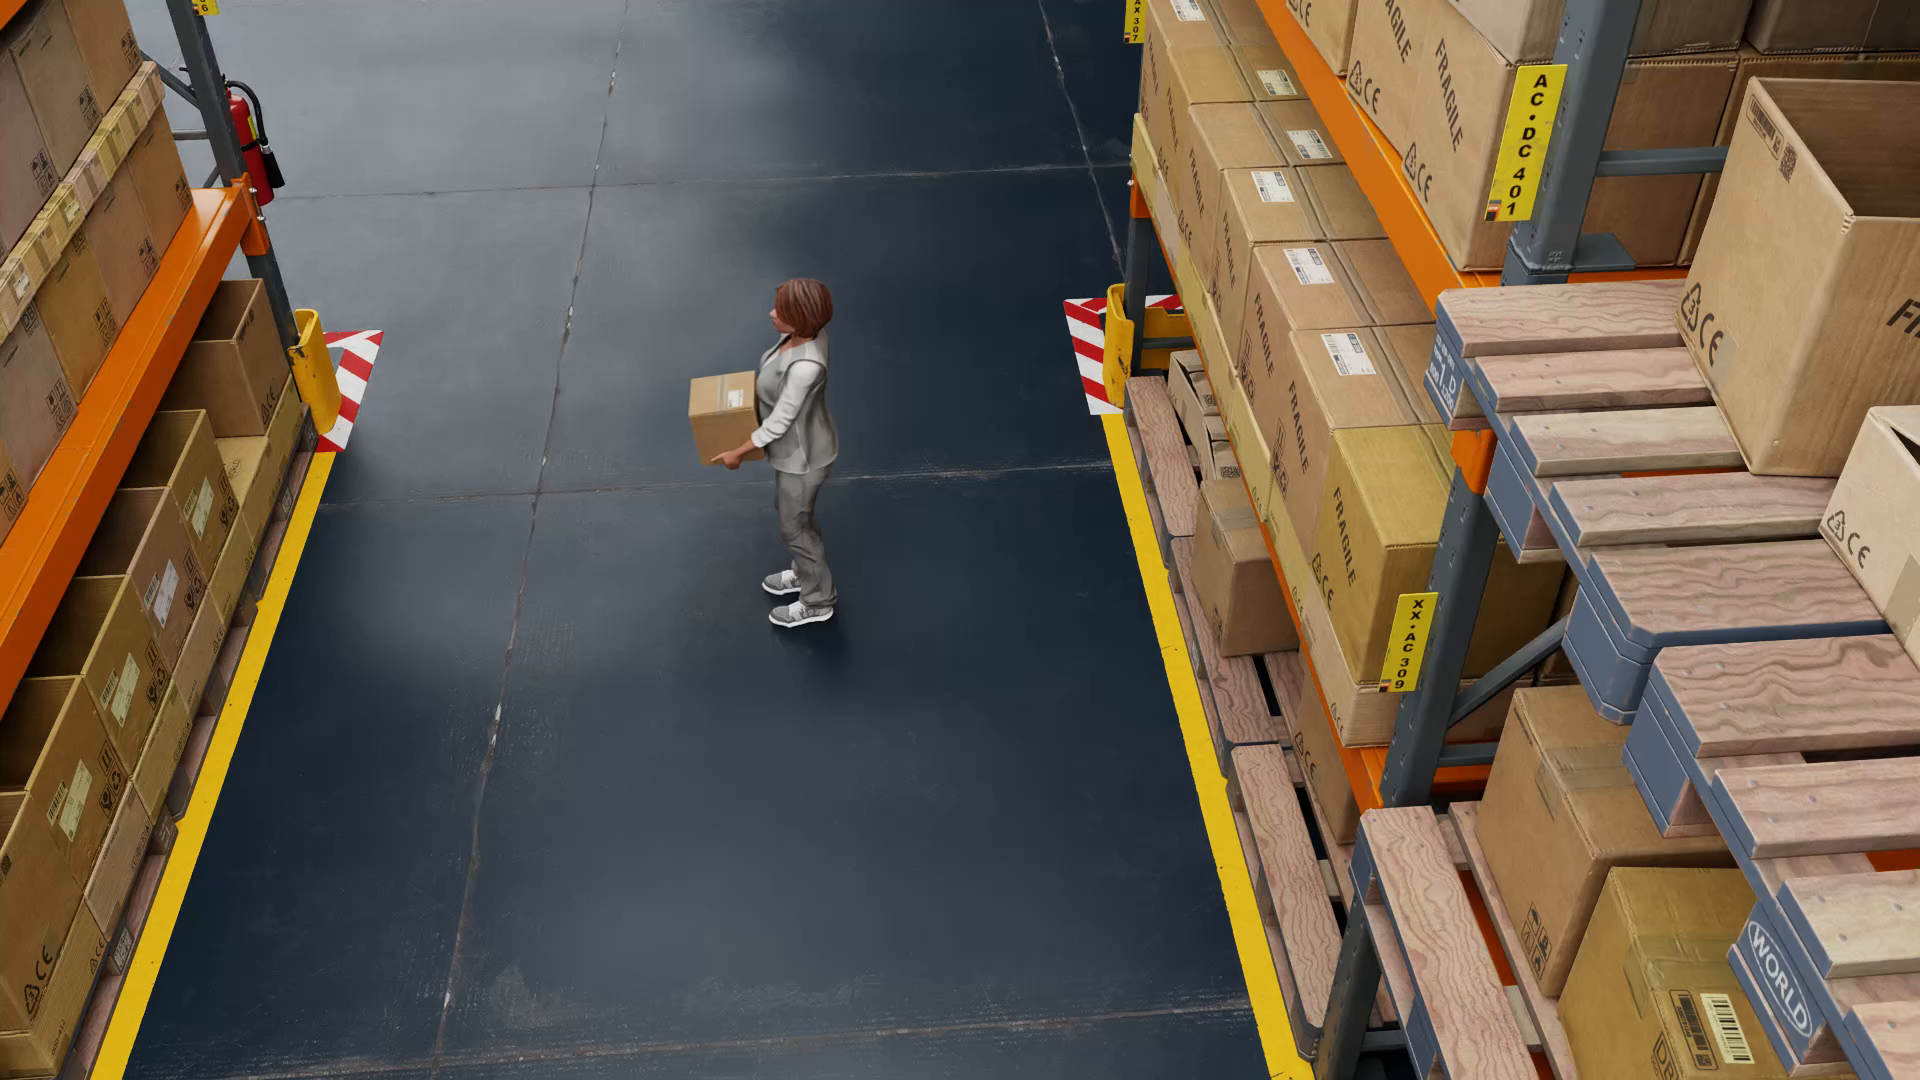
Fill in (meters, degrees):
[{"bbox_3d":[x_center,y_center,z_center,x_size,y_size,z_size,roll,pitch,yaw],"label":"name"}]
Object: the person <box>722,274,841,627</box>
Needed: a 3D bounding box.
[{"bbox_3d":[-0.702,-0.346,6.573,0.461,1.602,0.440,-4,40,-4],"label":"person"}]
